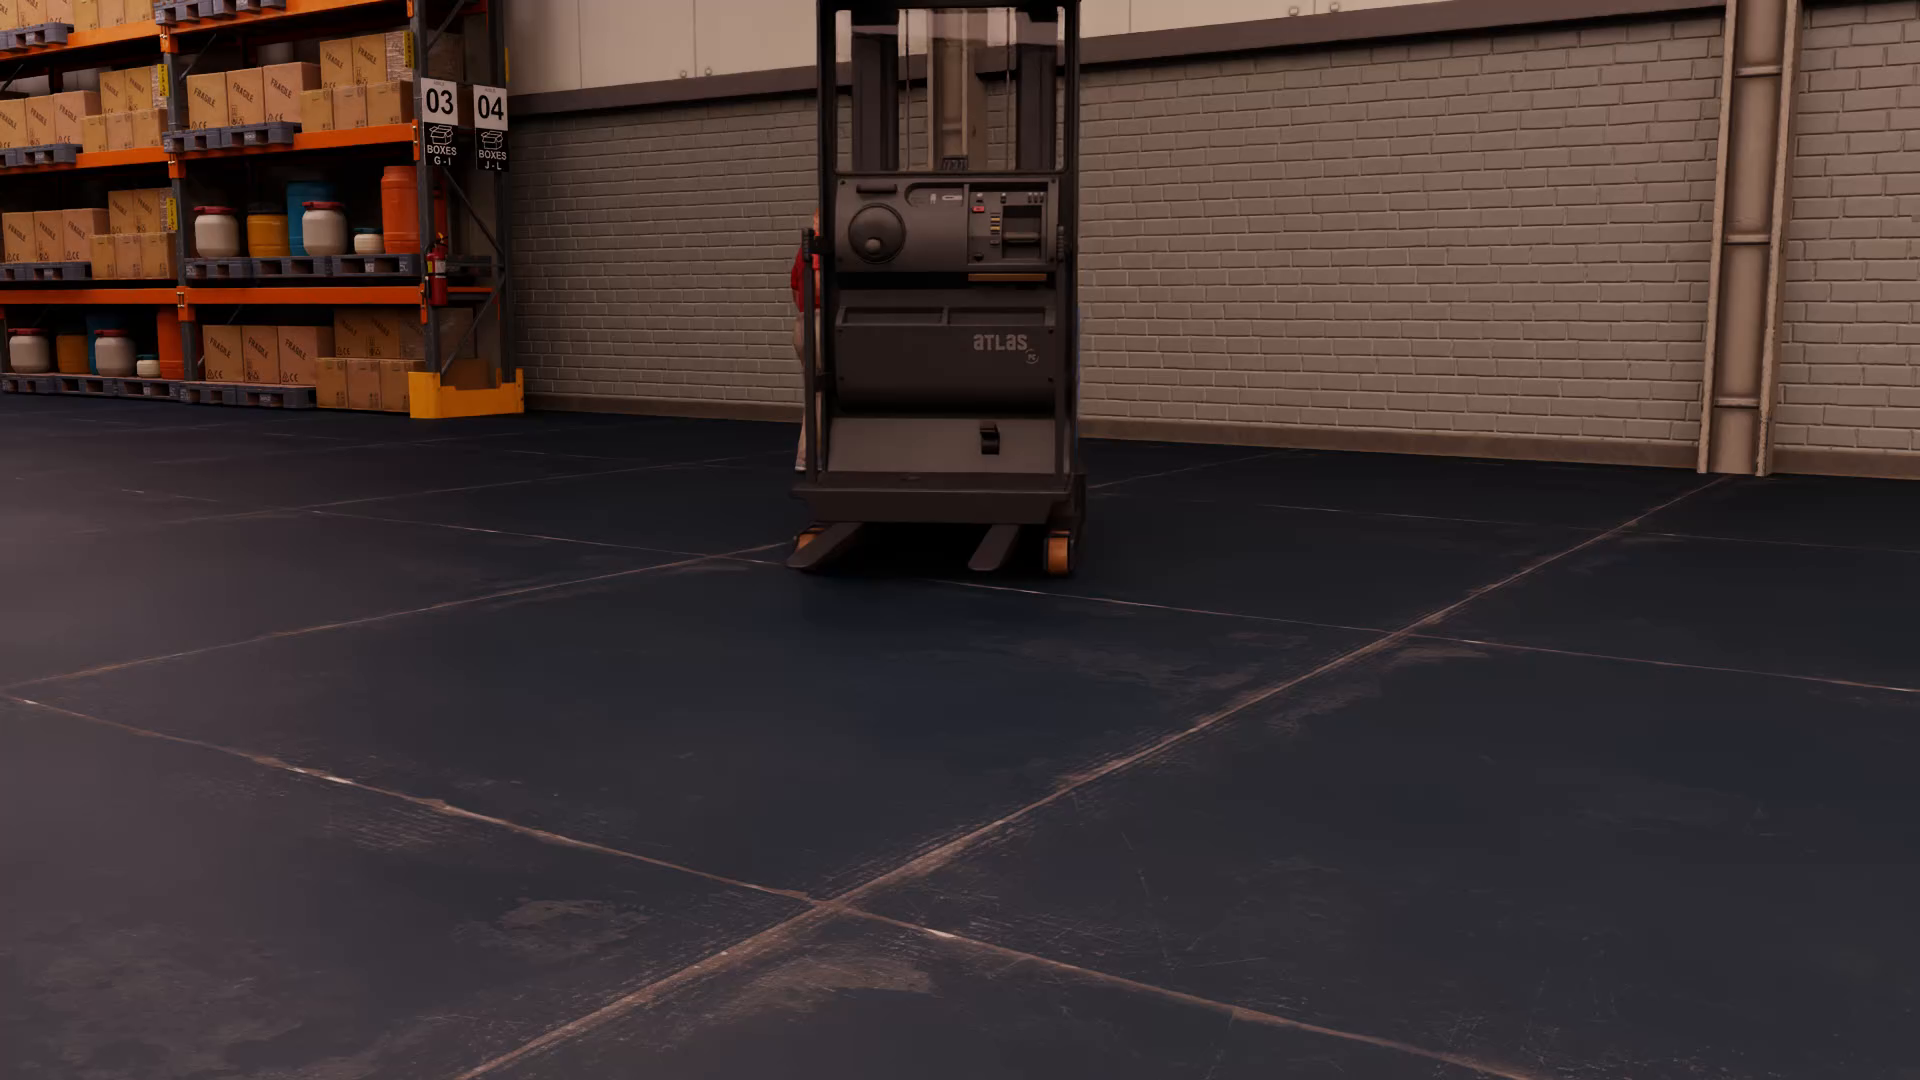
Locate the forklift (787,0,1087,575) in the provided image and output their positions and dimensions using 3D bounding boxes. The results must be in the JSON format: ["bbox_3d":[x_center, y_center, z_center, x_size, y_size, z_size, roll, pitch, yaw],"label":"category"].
[{"bbox_3d":[-0.069,-1.359,6.747,1.130,2.935,3.031,1,8,6],"label":"forklift"}]

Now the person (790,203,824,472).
[{"bbox_3d":[-0.812,-1.285,10.573,0.520,1.710,0.749,-4,9,-25],"label":"person"}]
